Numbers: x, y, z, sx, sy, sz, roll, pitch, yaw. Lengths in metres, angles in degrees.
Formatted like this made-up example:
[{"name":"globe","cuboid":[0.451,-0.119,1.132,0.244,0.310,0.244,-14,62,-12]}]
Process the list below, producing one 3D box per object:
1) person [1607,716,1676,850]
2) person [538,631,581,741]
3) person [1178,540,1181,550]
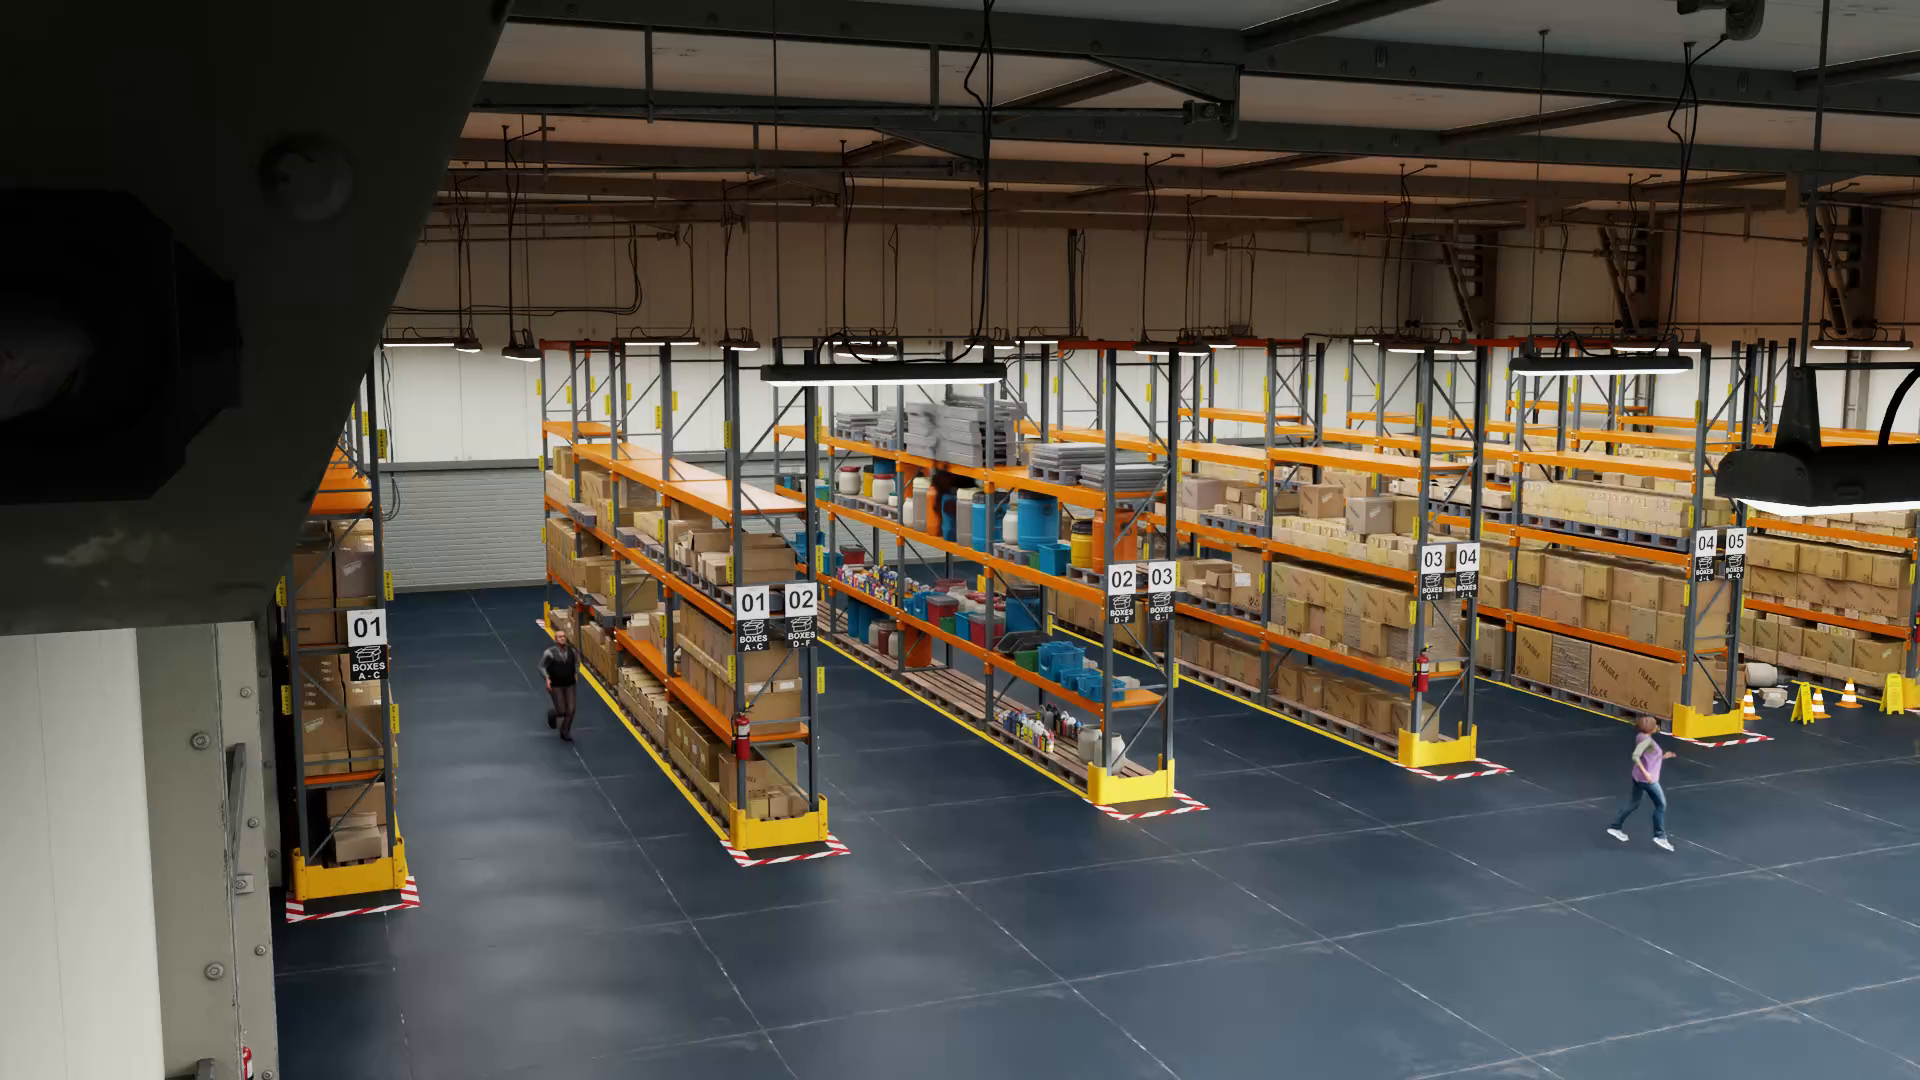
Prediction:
[{"name":"person","cuboid":[8.251,2.924,20.084,0.757,1.636,0.514,0,7,3]},{"name":"person","cuboid":[-6.084,2.212,25.391,0.659,1.679,0.586,-5,9,-34]},{"name":"person","cuboid":[5.411,0.123,41.559,0.719,1.632,0.615,-5,9,-31]}]
